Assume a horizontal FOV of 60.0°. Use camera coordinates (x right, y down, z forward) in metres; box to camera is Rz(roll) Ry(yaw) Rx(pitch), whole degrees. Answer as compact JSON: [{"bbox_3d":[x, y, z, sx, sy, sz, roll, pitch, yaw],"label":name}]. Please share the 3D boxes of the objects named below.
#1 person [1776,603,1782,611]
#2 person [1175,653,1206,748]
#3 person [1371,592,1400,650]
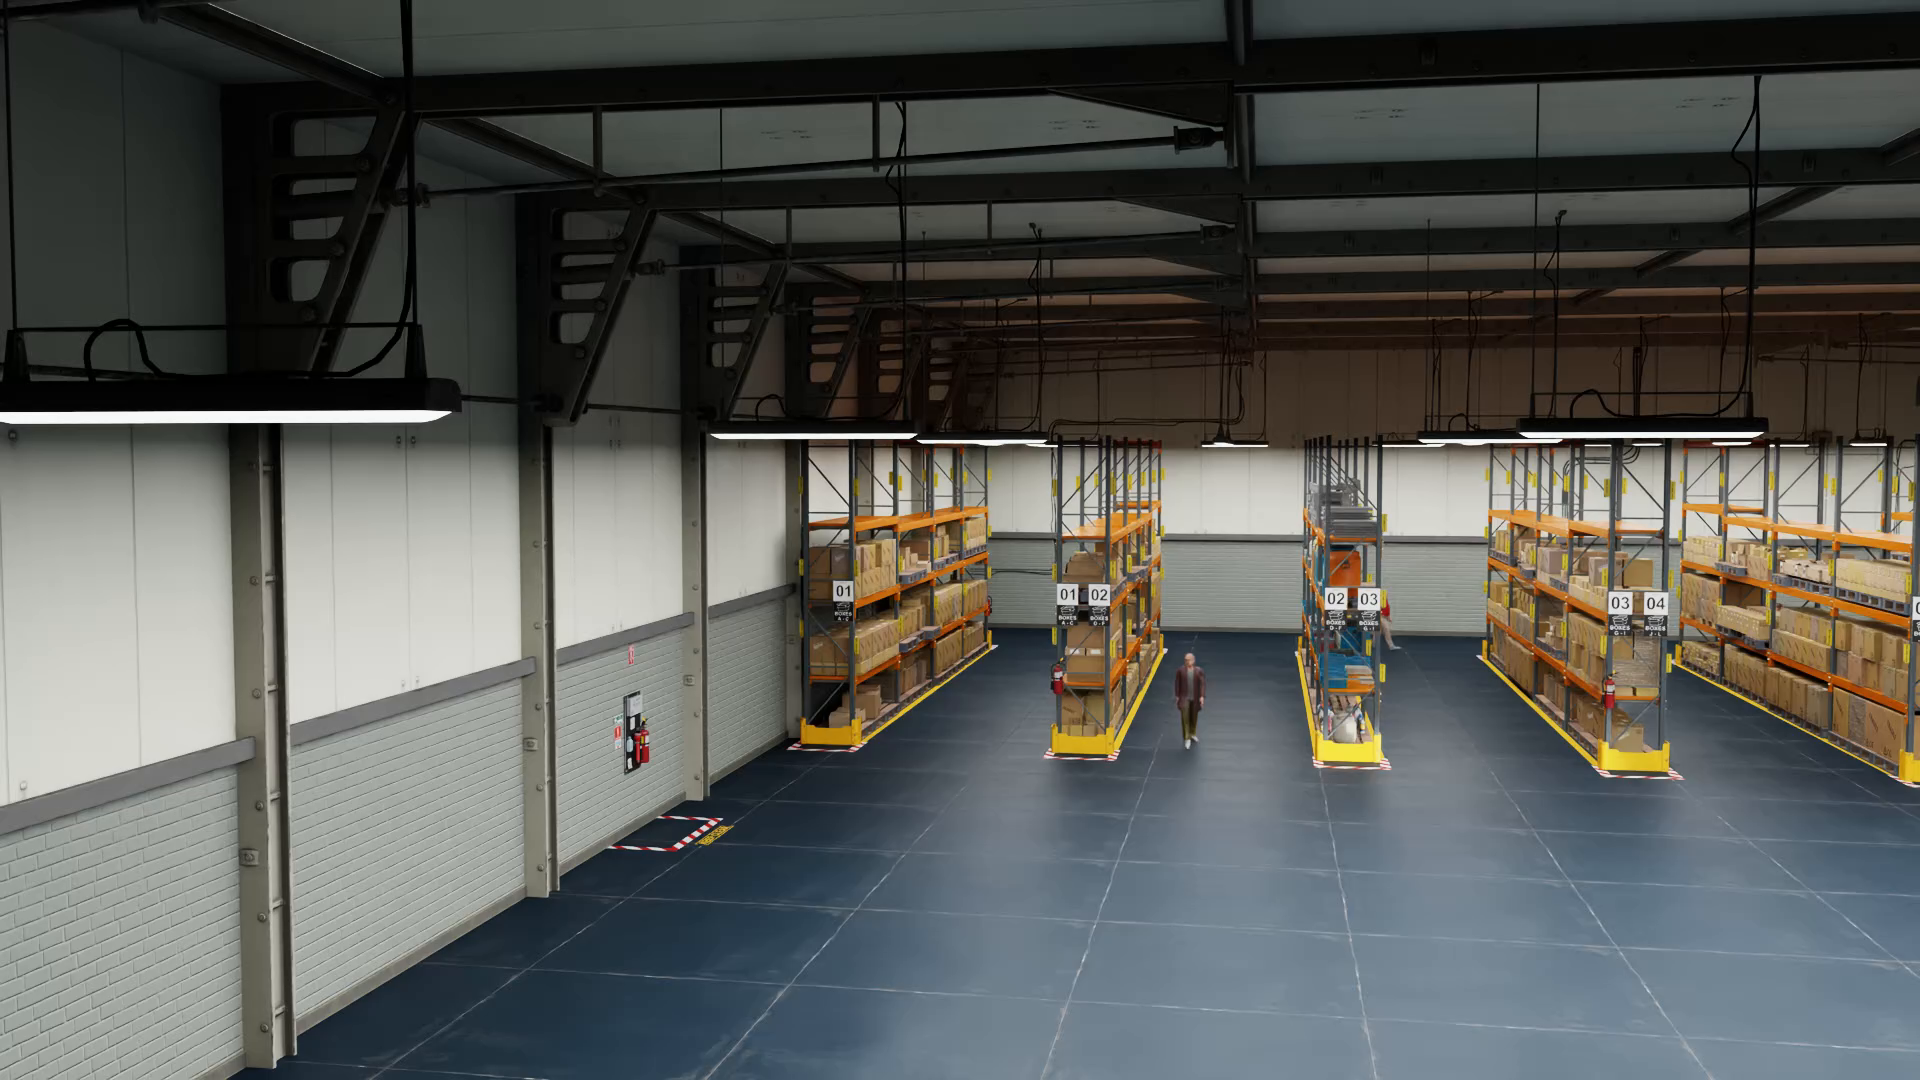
[{"bbox_3d":[21.950,2.528,44.689,1.019,1.493,0.440,2,4,31],"label":"person"},{"bbox_3d":[4.475,3.089,32.250,0.593,1.772,0.921,0,3,4],"label":"person"},{"bbox_3d":[12.209,2.292,47.725,0.975,1.686,0.555,2,4,35],"label":"person"}]
